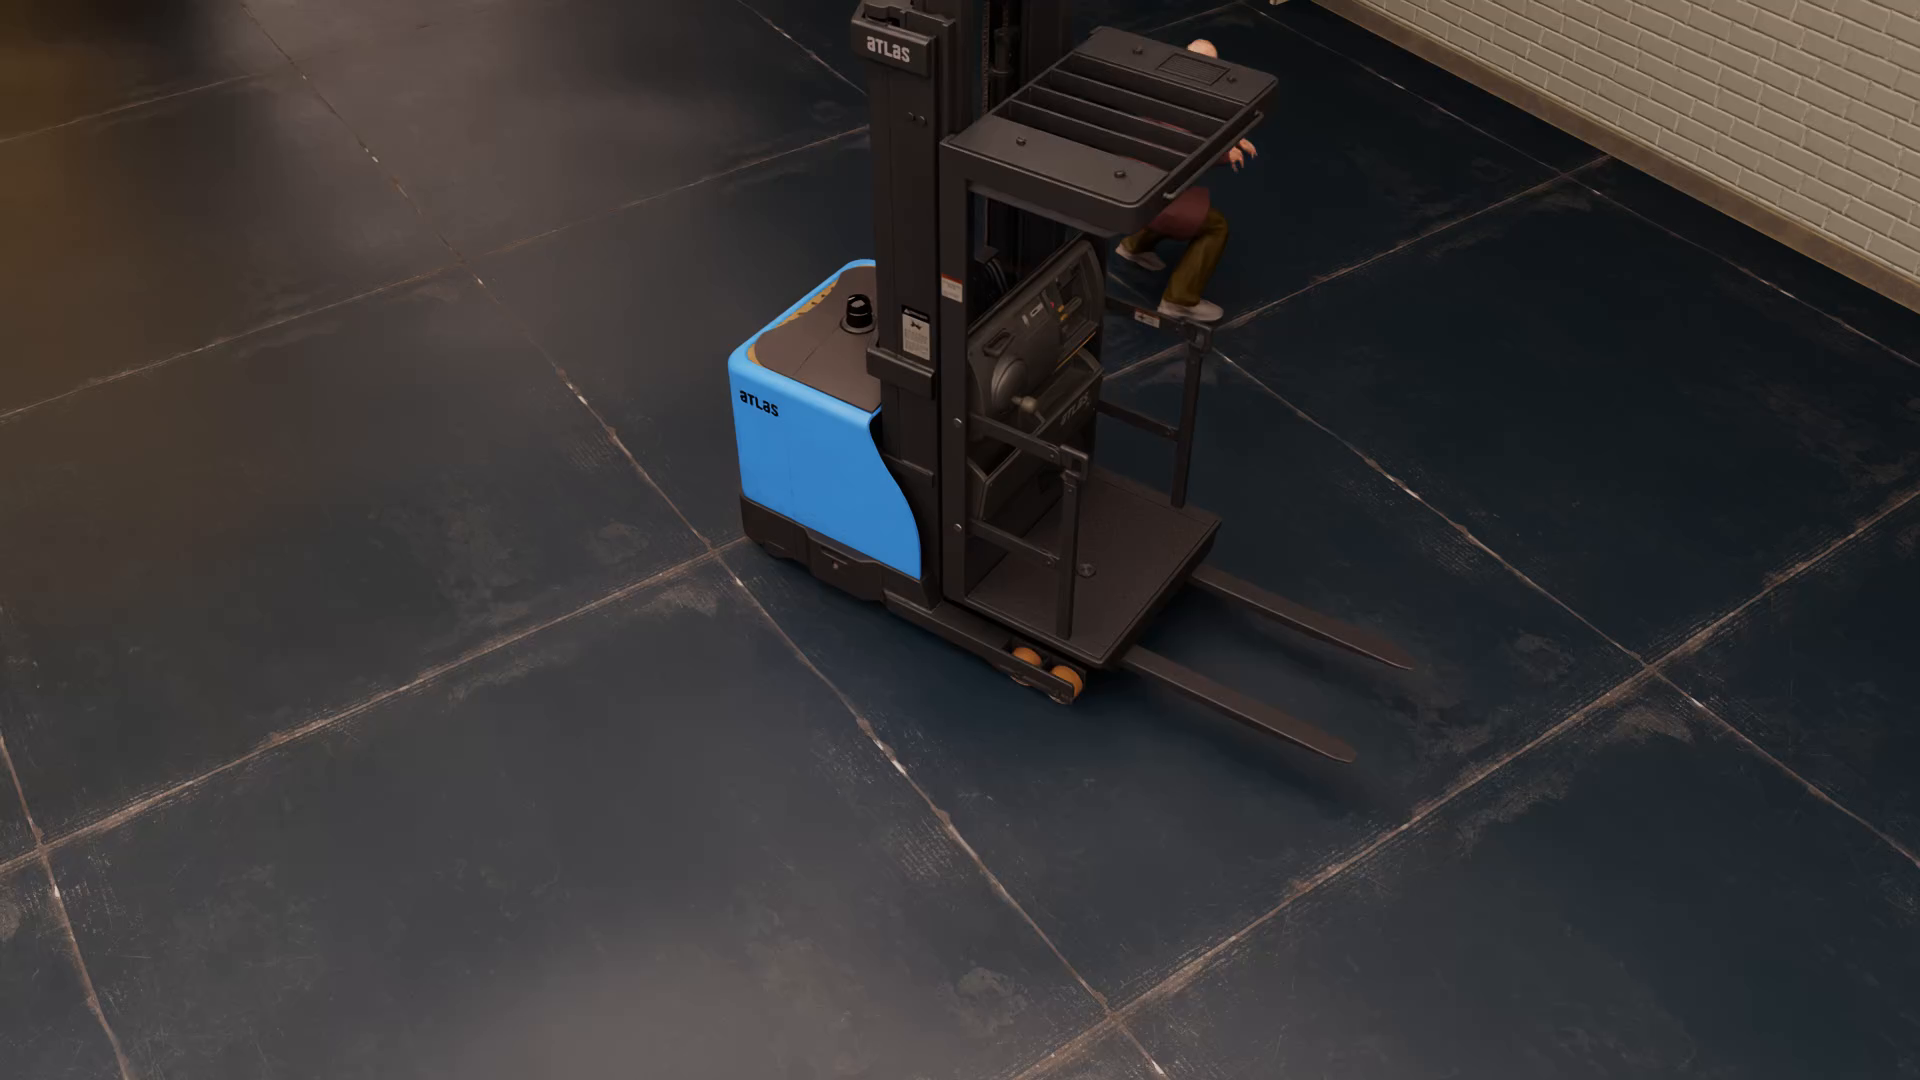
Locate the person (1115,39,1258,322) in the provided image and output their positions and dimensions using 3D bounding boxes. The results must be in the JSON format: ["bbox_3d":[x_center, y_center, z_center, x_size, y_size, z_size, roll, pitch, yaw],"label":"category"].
[{"bbox_3d":[1.261,-1.906,8.869,0.910,1.526,0.846,-7,43,-7],"label":"person"}]

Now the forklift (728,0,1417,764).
[{"bbox_3d":[0.486,-0.791,6.573,3.031,2.935,1.130,25,48,24],"label":"forklift"}]
